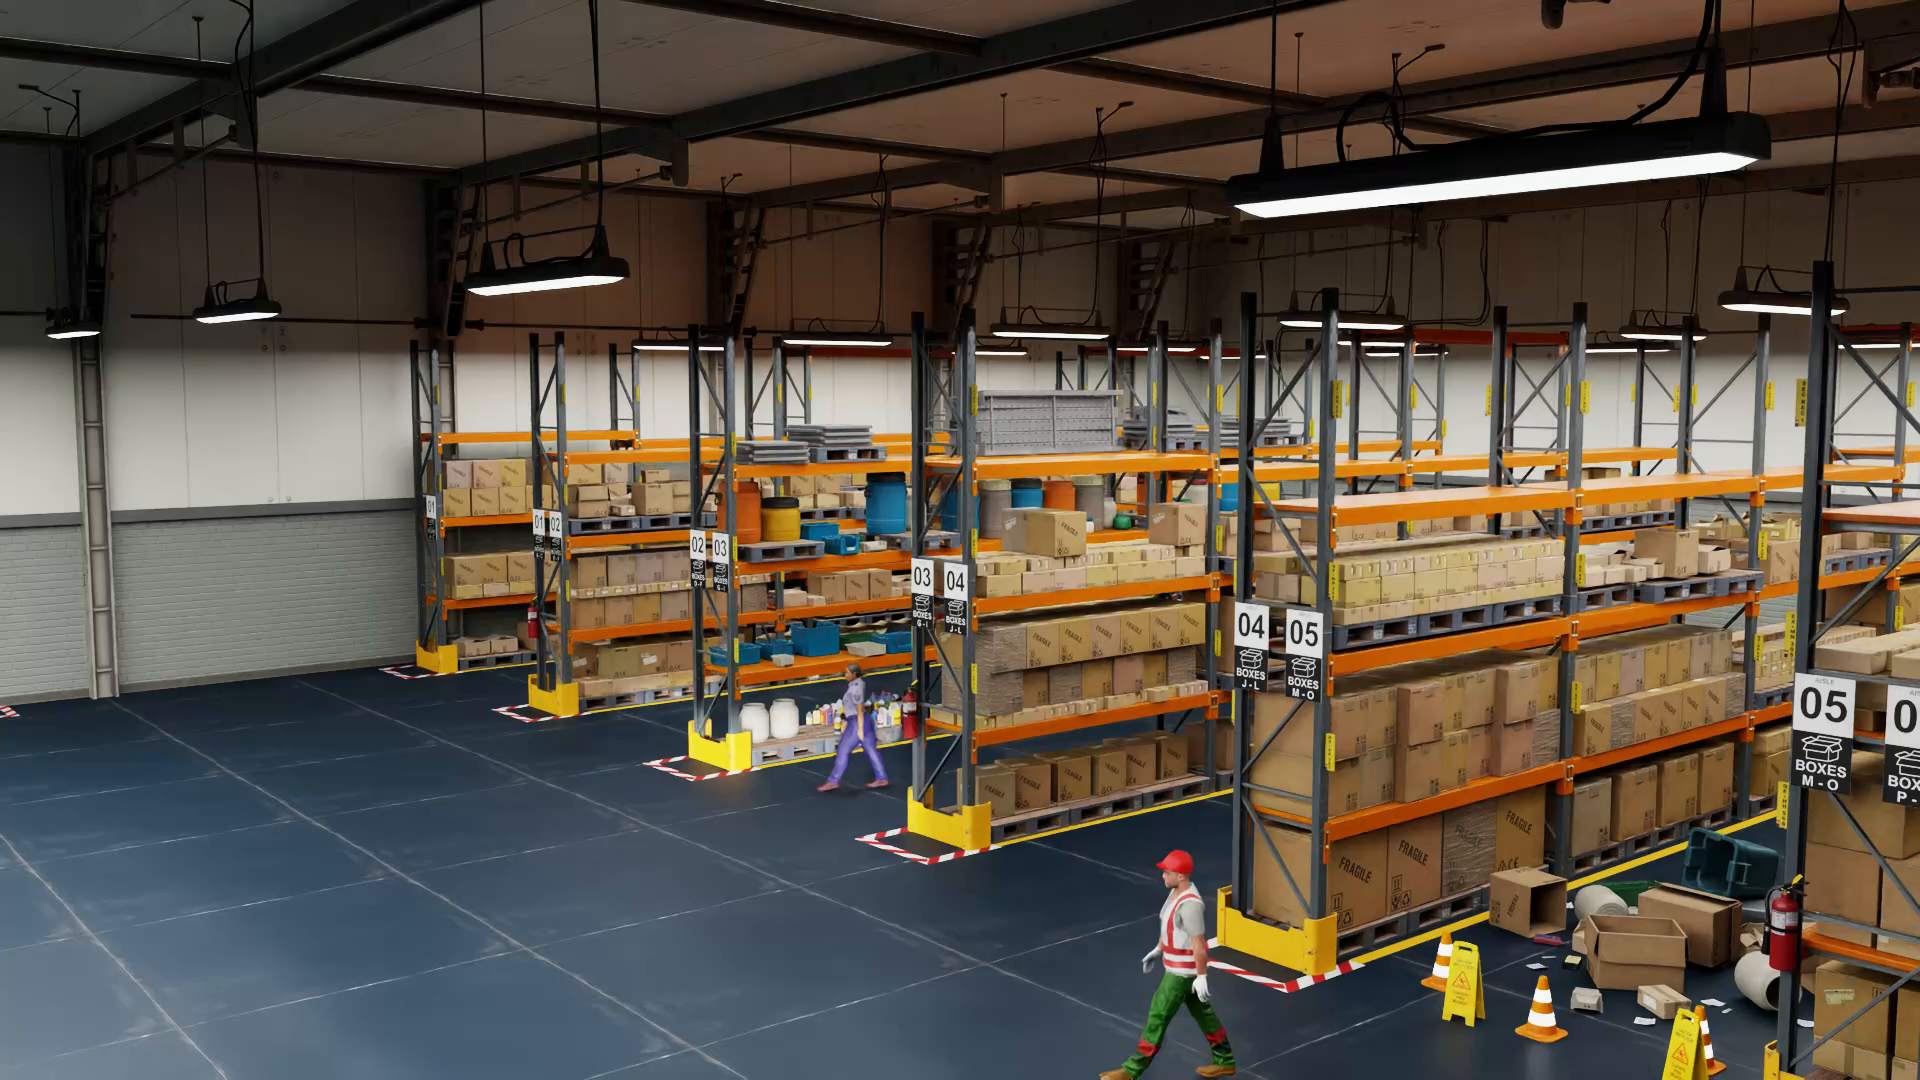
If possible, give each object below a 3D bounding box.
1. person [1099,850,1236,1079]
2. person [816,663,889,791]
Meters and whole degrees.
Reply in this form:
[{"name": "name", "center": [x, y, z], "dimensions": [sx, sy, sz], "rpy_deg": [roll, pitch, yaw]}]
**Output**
[{"name": "person", "center": [1.545, 3.141, 12.291], "dimensions": [1.031, 1.726, 0.574], "rpy_deg": [0, 5, 3]}, {"name": "person", "center": [-1.361, 2.373, 21.285], "dimensions": [0.878, 1.606, 0.536], "rpy_deg": [1, 5, 10]}]
